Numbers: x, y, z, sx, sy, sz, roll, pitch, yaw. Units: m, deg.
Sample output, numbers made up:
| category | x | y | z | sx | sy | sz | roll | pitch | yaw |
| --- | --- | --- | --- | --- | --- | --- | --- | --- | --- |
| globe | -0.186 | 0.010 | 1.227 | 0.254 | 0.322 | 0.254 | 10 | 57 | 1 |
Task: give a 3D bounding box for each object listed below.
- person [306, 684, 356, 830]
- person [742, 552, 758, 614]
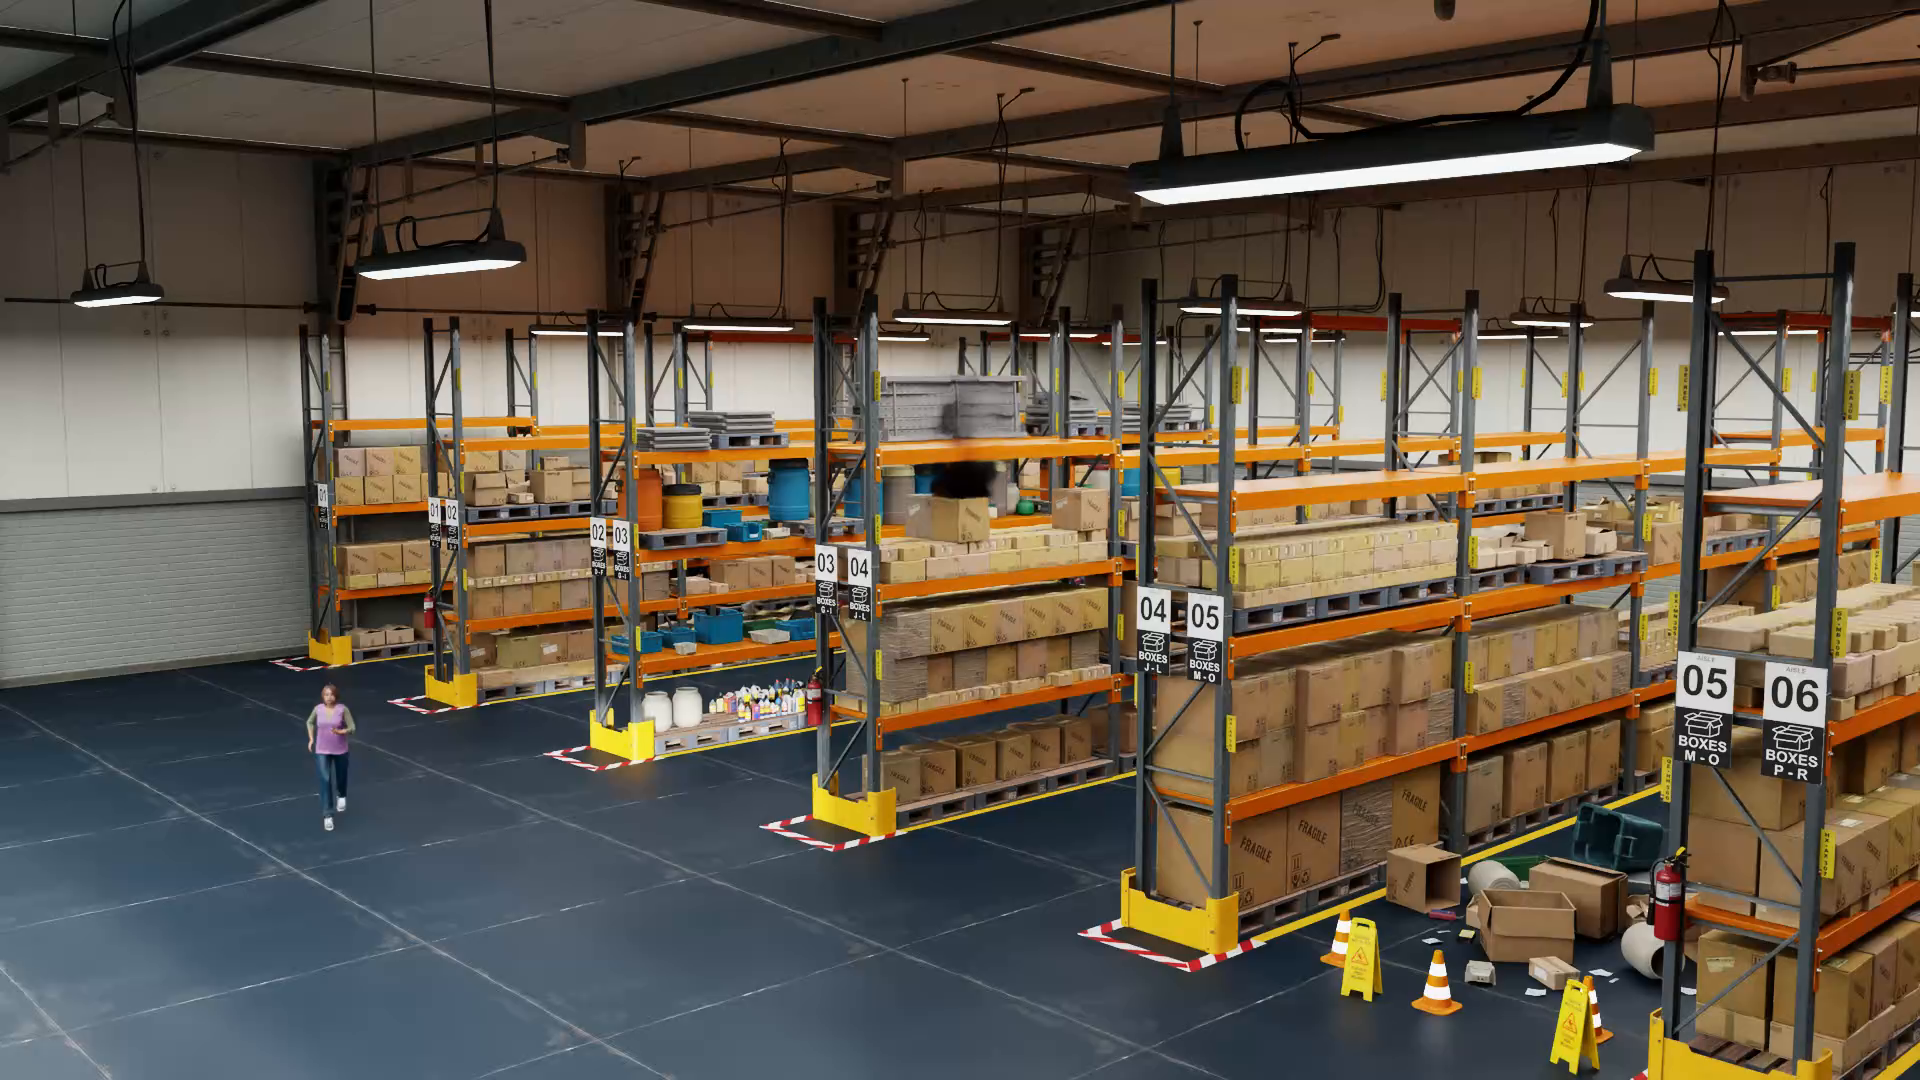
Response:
| category | x | y | z | sx | sy | sz | roll | pitch | yaw |
| --- | --- | --- | --- | --- | --- | --- | --- | --- | --- |
| person | -7.174 | 2.434 | 18.991 | 0.534 | 1.590 | 0.876 | -2 | 6 | -19 |
| person | -4.090 | 1.002 | 32.399 | 0.637 | 1.839 | 0.753 | 5 | 8 | 41 |
